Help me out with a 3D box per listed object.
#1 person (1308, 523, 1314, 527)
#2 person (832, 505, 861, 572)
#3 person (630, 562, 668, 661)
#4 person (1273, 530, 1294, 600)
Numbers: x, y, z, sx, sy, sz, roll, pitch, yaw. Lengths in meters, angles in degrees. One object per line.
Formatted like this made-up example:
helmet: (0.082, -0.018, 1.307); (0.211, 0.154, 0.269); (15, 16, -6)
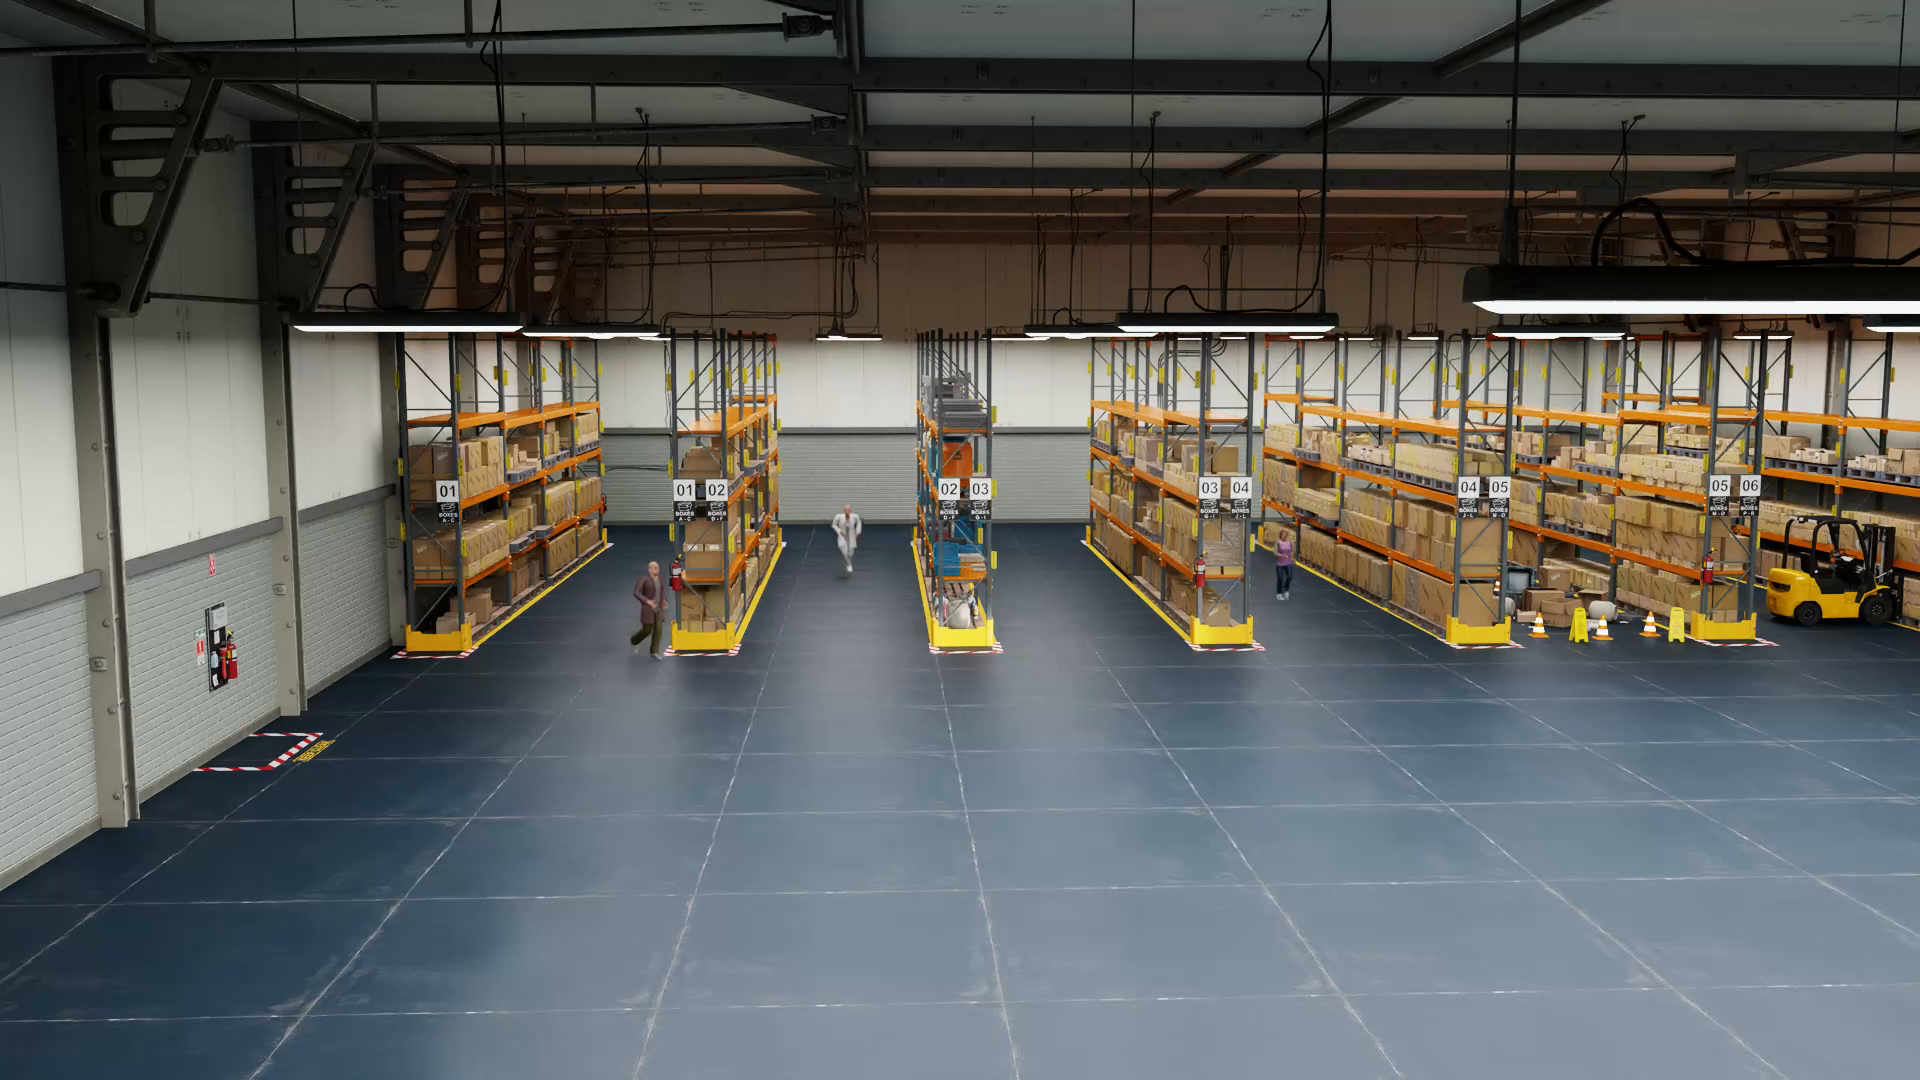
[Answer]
person: (10.675, -0.916, 49.436); (0.754, 1.709, 0.581); (-2, 7, -14)
person: (-2.724, -0.060, 40.053); (0.701, 1.610, 0.796); (-1, 7, -5)
person: (-5.643, 1.273, 30.419); (0.907, 1.761, 0.756); (6, 9, 43)
person: (7.238, 0.565, 37.109); (0.512, 1.552, 0.636); (-1, 7, -5)
